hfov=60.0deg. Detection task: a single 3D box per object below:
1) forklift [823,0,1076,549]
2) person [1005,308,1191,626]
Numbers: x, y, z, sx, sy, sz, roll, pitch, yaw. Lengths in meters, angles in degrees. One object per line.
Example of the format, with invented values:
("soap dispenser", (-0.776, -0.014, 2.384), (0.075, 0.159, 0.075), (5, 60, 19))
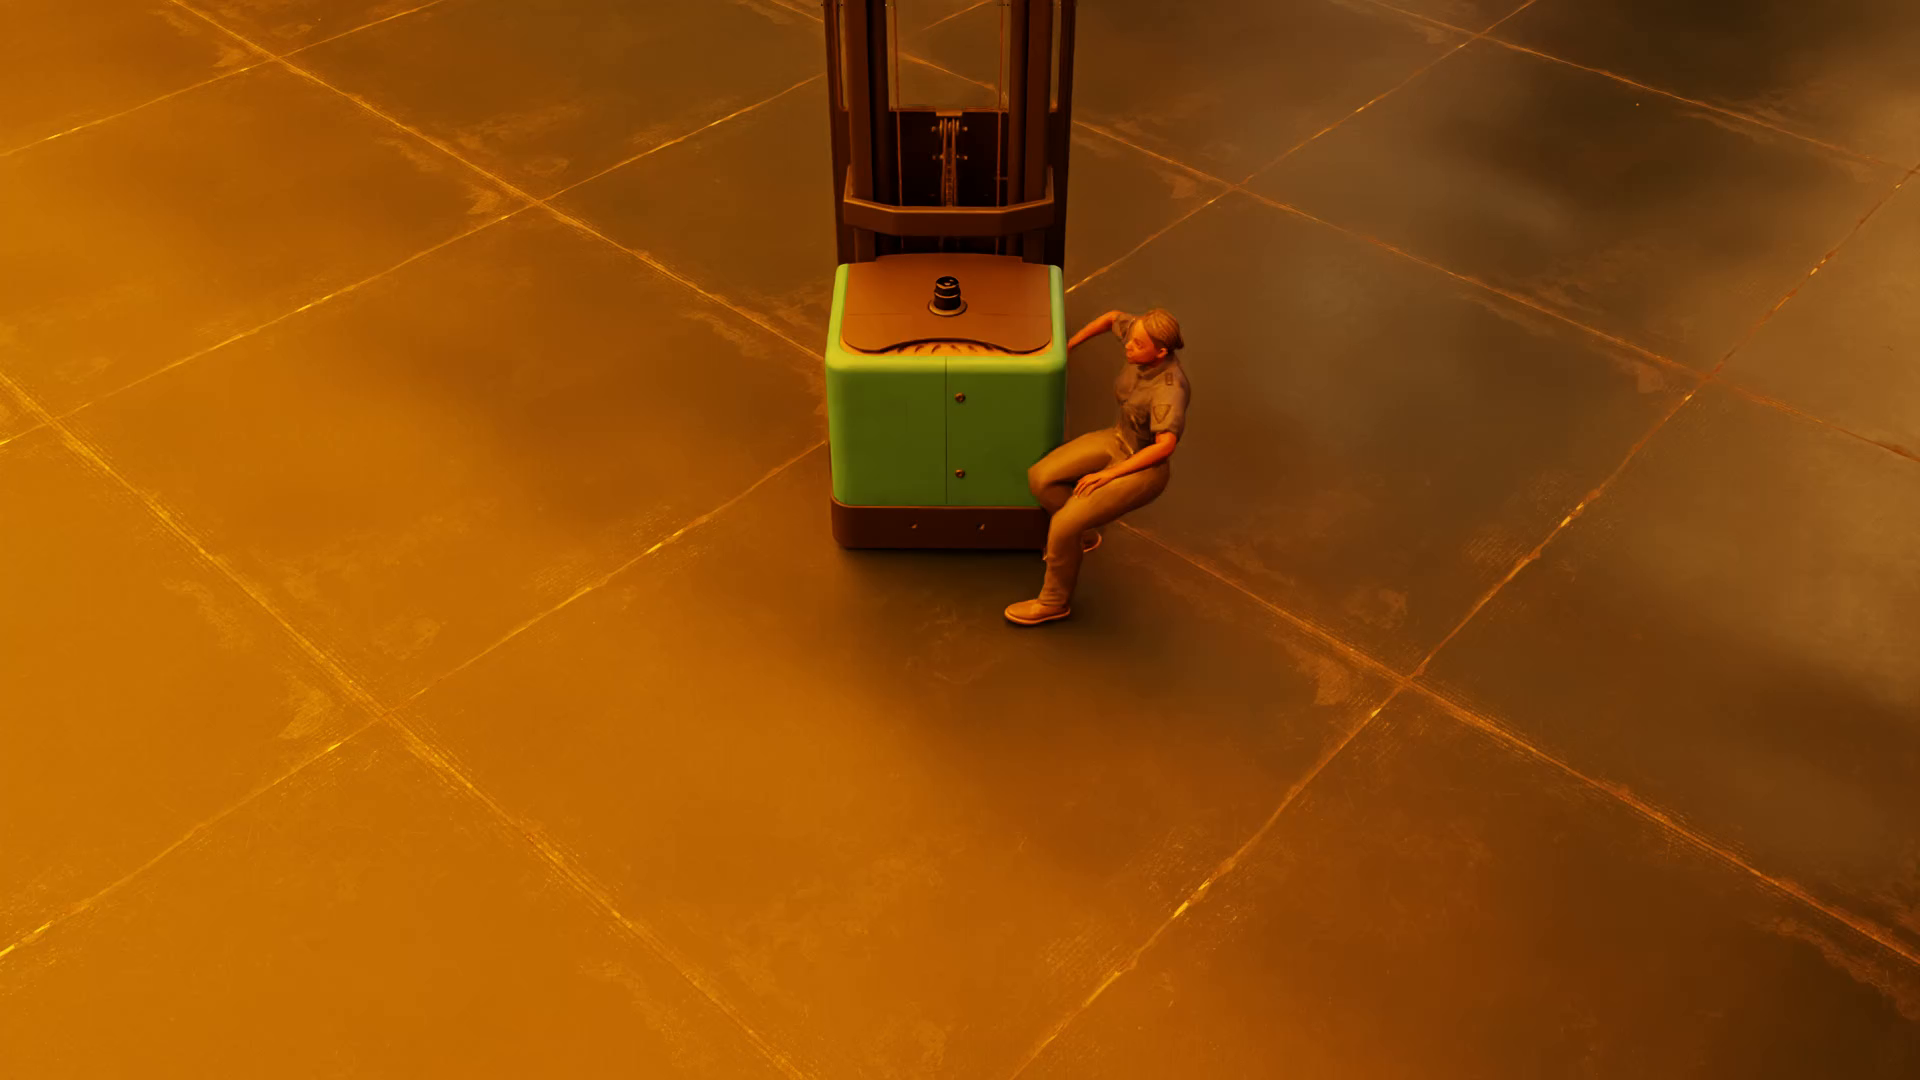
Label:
("forklift", (-0.040, -2.004, 7.764), (1.130, 2.935, 3.031), (0, 41, 1))
("person", (0.529, -0.345, 6.974), (0.788, 1.431, 1.020), (-13, 42, -15))
